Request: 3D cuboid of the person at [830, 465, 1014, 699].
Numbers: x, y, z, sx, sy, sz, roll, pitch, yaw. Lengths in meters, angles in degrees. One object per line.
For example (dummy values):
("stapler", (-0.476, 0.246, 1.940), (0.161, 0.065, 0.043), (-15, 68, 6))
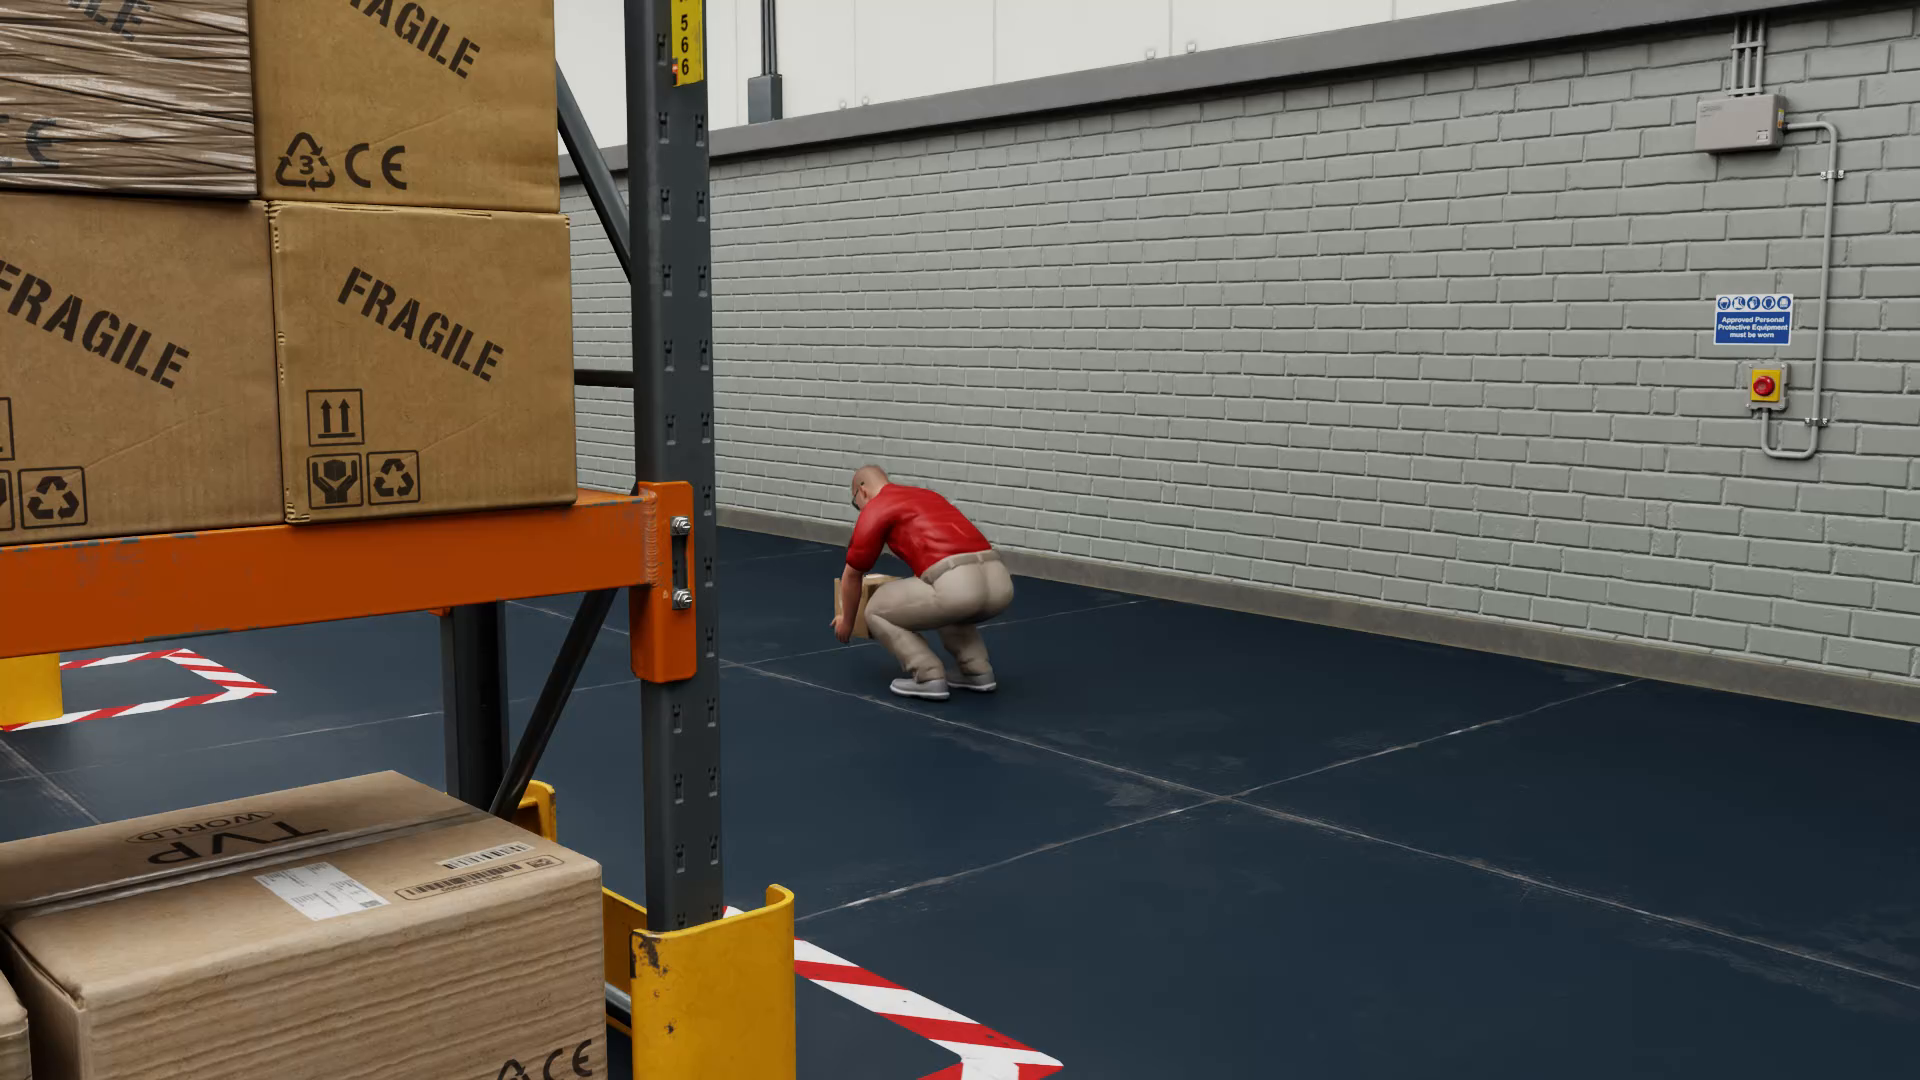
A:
("person", (-0.195, 0.175, 7.405), (0.569, 0.990, 0.848), (-6, 10, -41))
